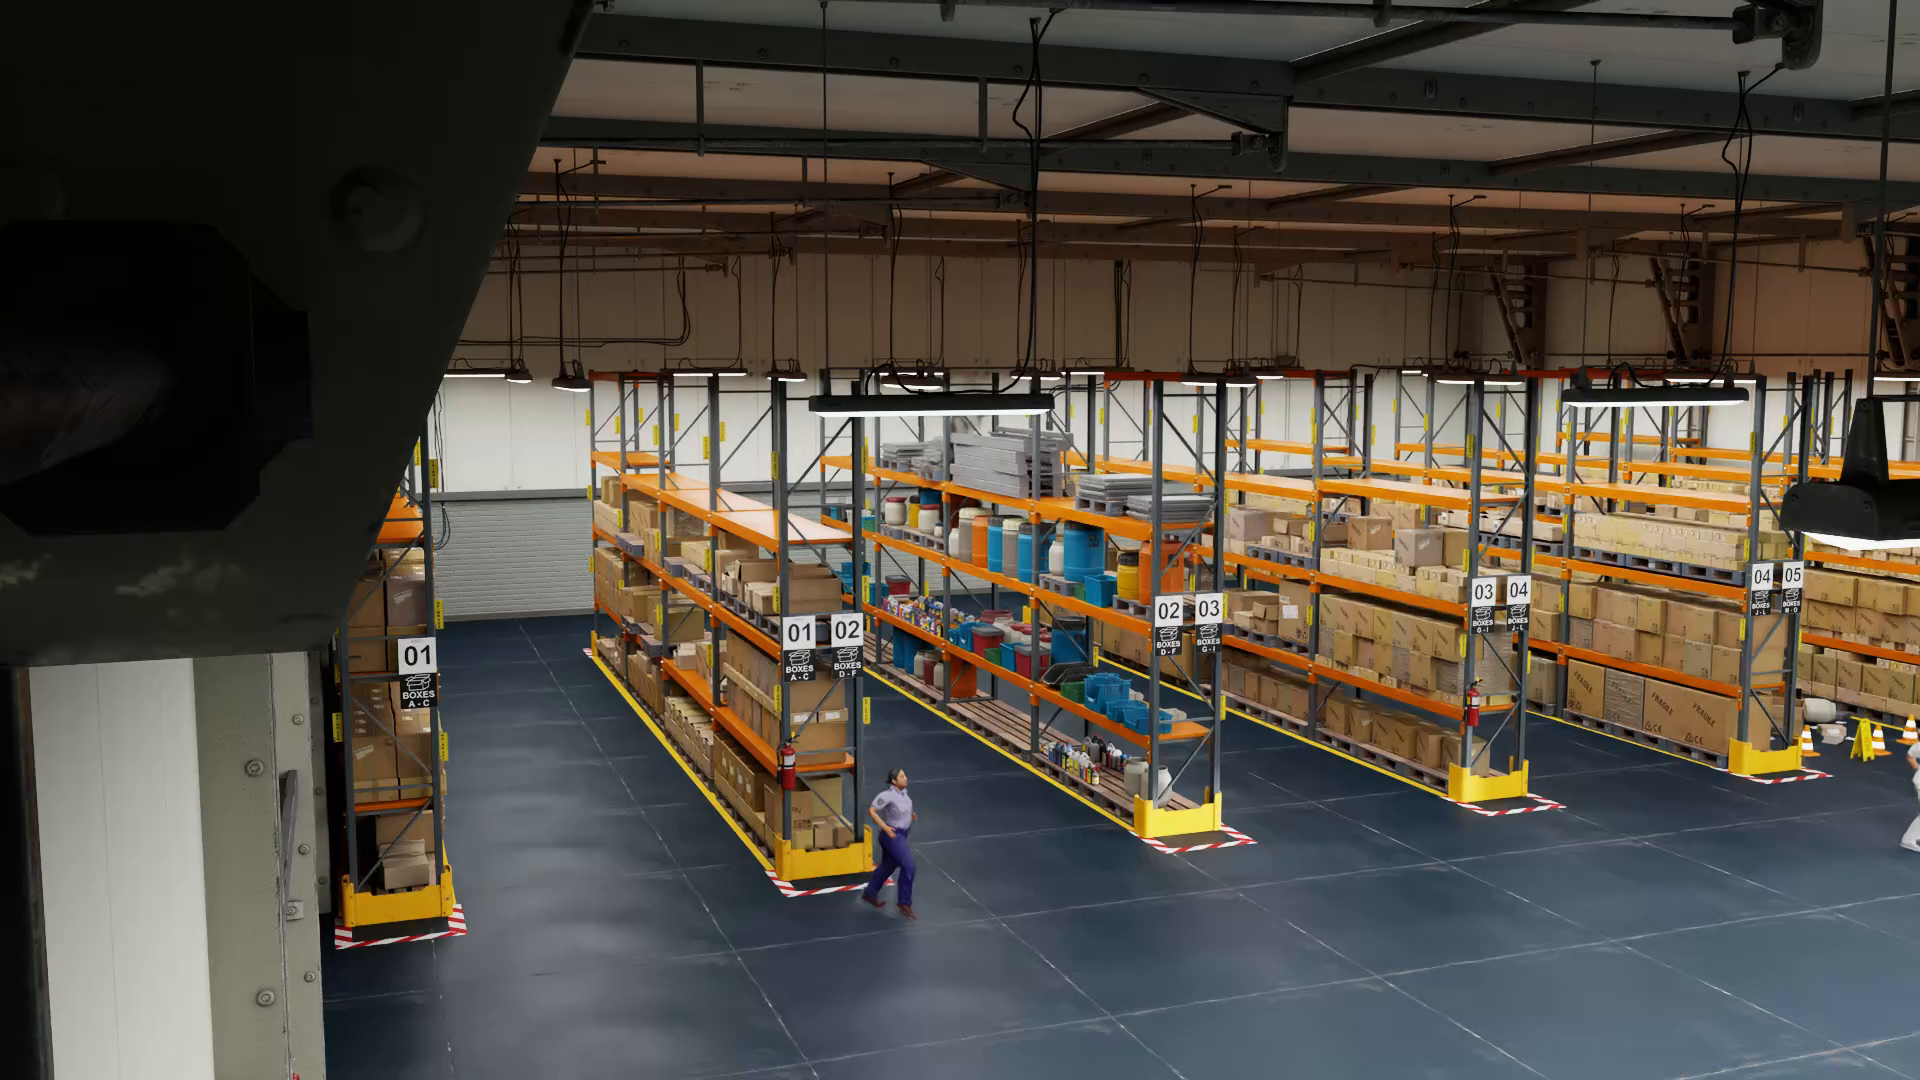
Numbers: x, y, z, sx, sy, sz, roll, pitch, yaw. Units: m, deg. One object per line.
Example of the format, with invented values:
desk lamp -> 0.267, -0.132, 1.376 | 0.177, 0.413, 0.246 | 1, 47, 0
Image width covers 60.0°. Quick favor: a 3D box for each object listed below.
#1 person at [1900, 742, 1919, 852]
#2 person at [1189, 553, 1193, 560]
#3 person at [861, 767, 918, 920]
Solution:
person -> 12.327, 3.171, 21.078 | 0.671, 1.695, 0.587 | 2, 7, 18
person -> 5.379, 1.156, 38.734 | 0.682, 1.728, 0.632 | 0, 6, -4
person -> -0.769, 3.422, 18.894 | 0.686, 1.708, 0.627 | 2, 7, 14
